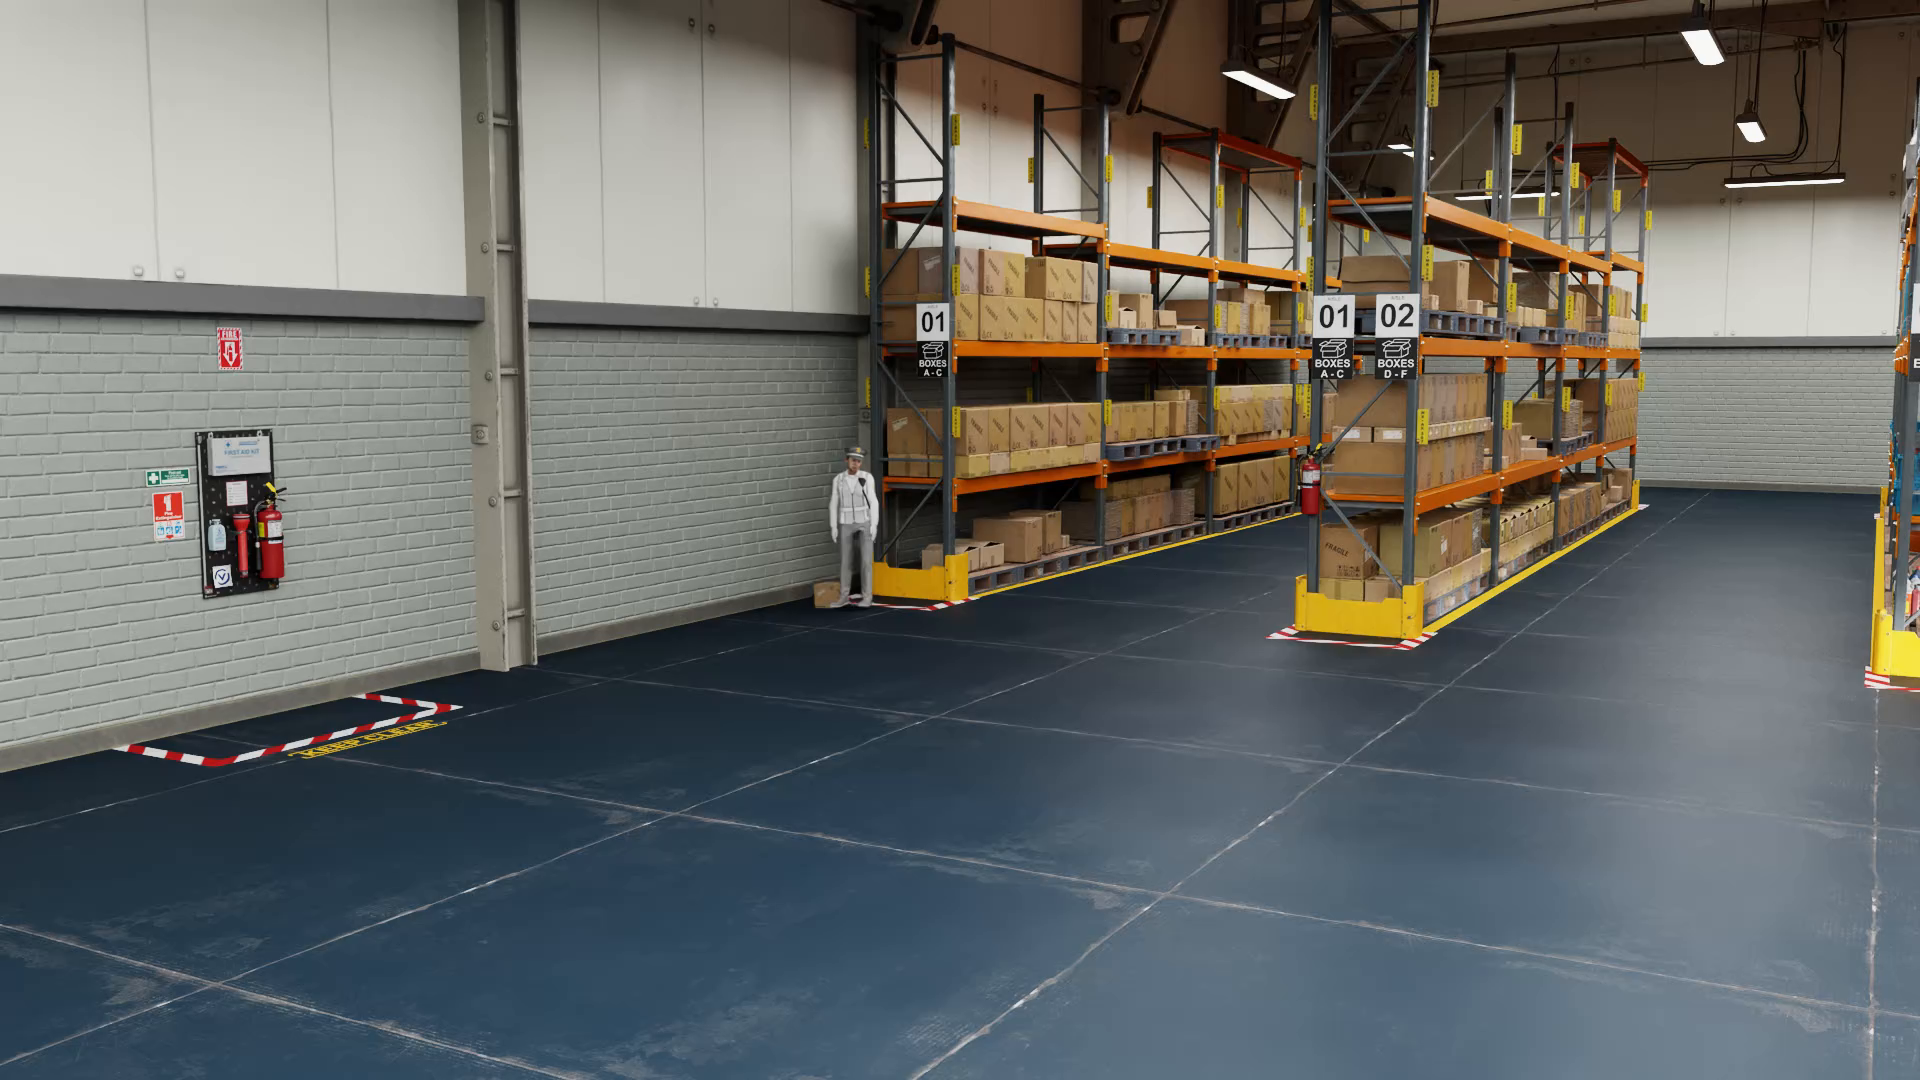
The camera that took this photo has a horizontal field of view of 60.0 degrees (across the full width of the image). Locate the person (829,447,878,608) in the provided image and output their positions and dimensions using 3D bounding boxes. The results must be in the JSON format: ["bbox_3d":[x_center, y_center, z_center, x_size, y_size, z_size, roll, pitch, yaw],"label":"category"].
[{"bbox_3d":[-1.111,-0.130,17.276,0.527,1.687,0.437,1,6,5],"label":"person"}]
